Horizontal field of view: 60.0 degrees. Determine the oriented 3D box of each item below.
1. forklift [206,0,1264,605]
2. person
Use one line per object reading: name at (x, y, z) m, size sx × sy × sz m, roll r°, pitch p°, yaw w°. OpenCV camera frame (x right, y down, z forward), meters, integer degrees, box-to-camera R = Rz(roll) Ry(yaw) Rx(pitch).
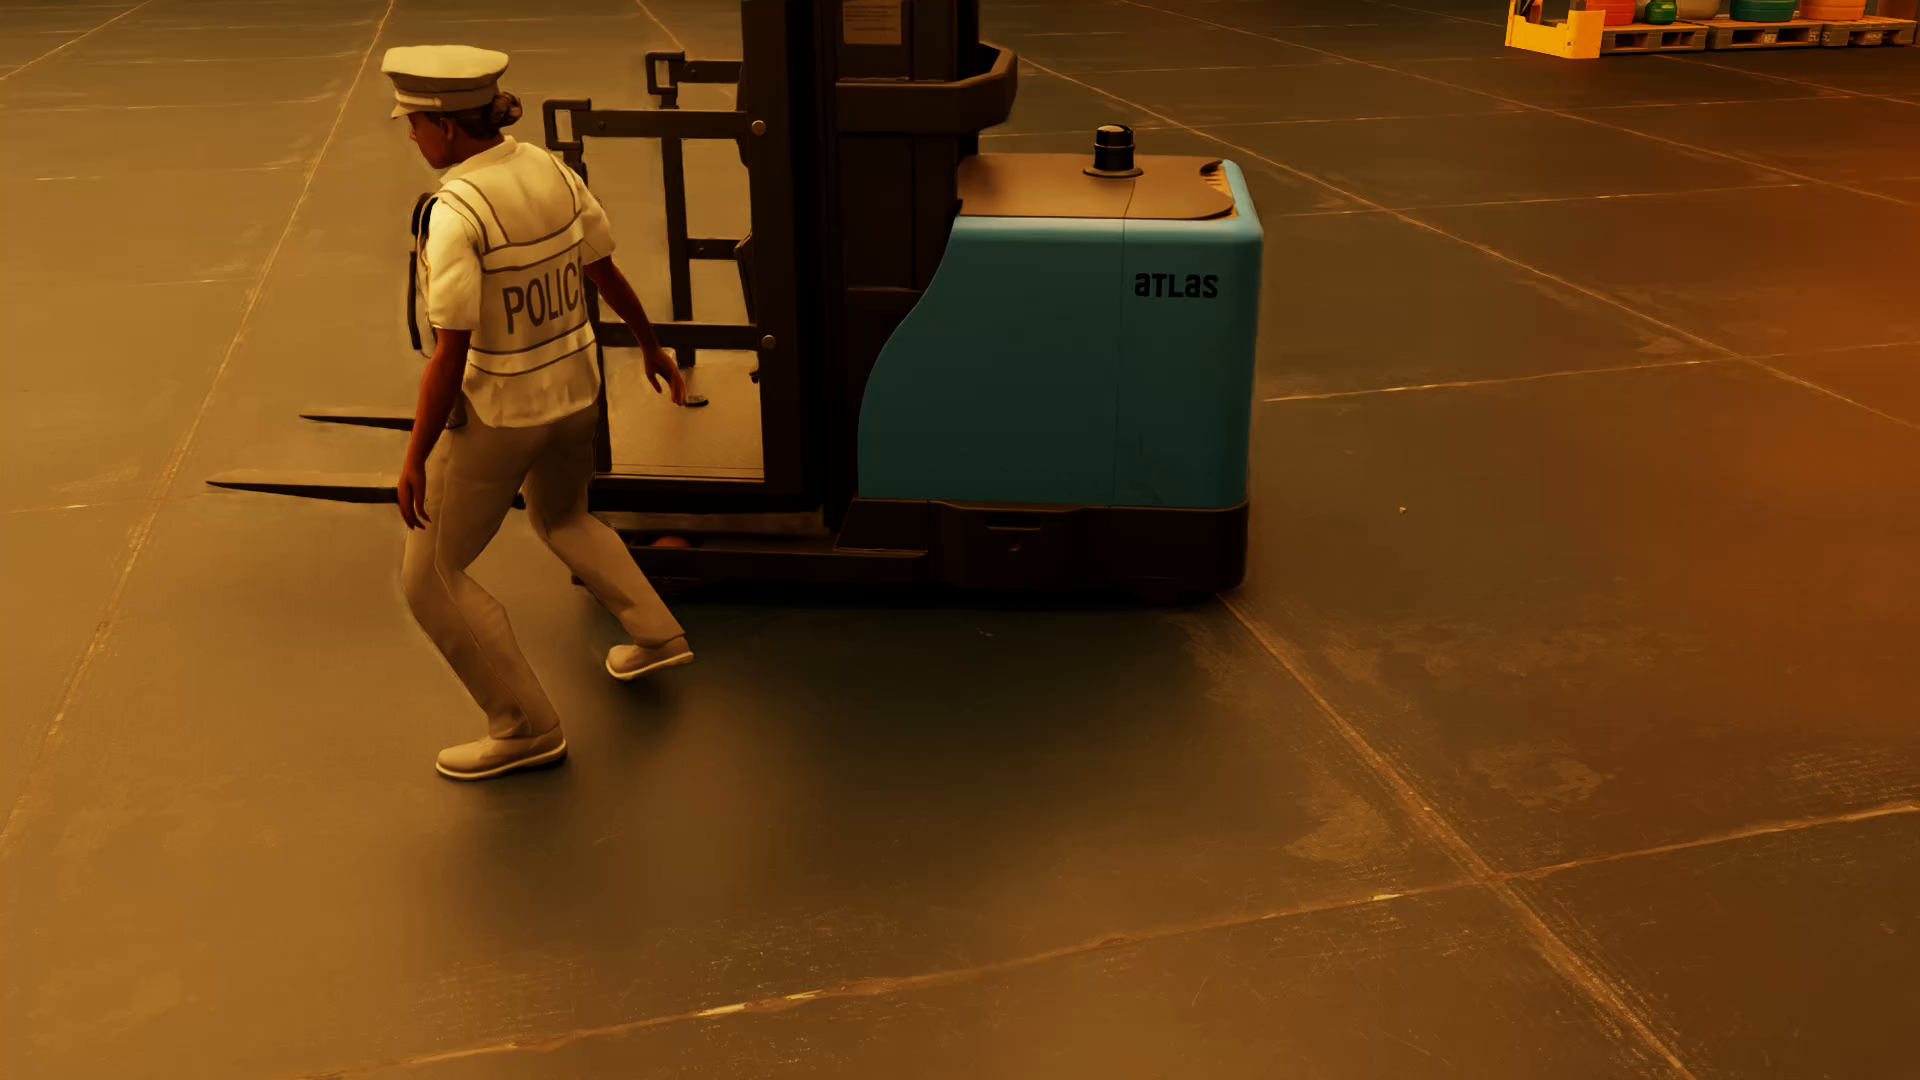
forklift at (-0.683, -1.393, 4.584) m, size 3.031 × 2.935 × 1.130 m, roll 2°, pitch 23°, yaw 5°
person at (-0.938, -0.308, 3.775) m, size 0.468 × 1.588 × 0.798 m, roll 13°, pitch 26°, yaw 28°
